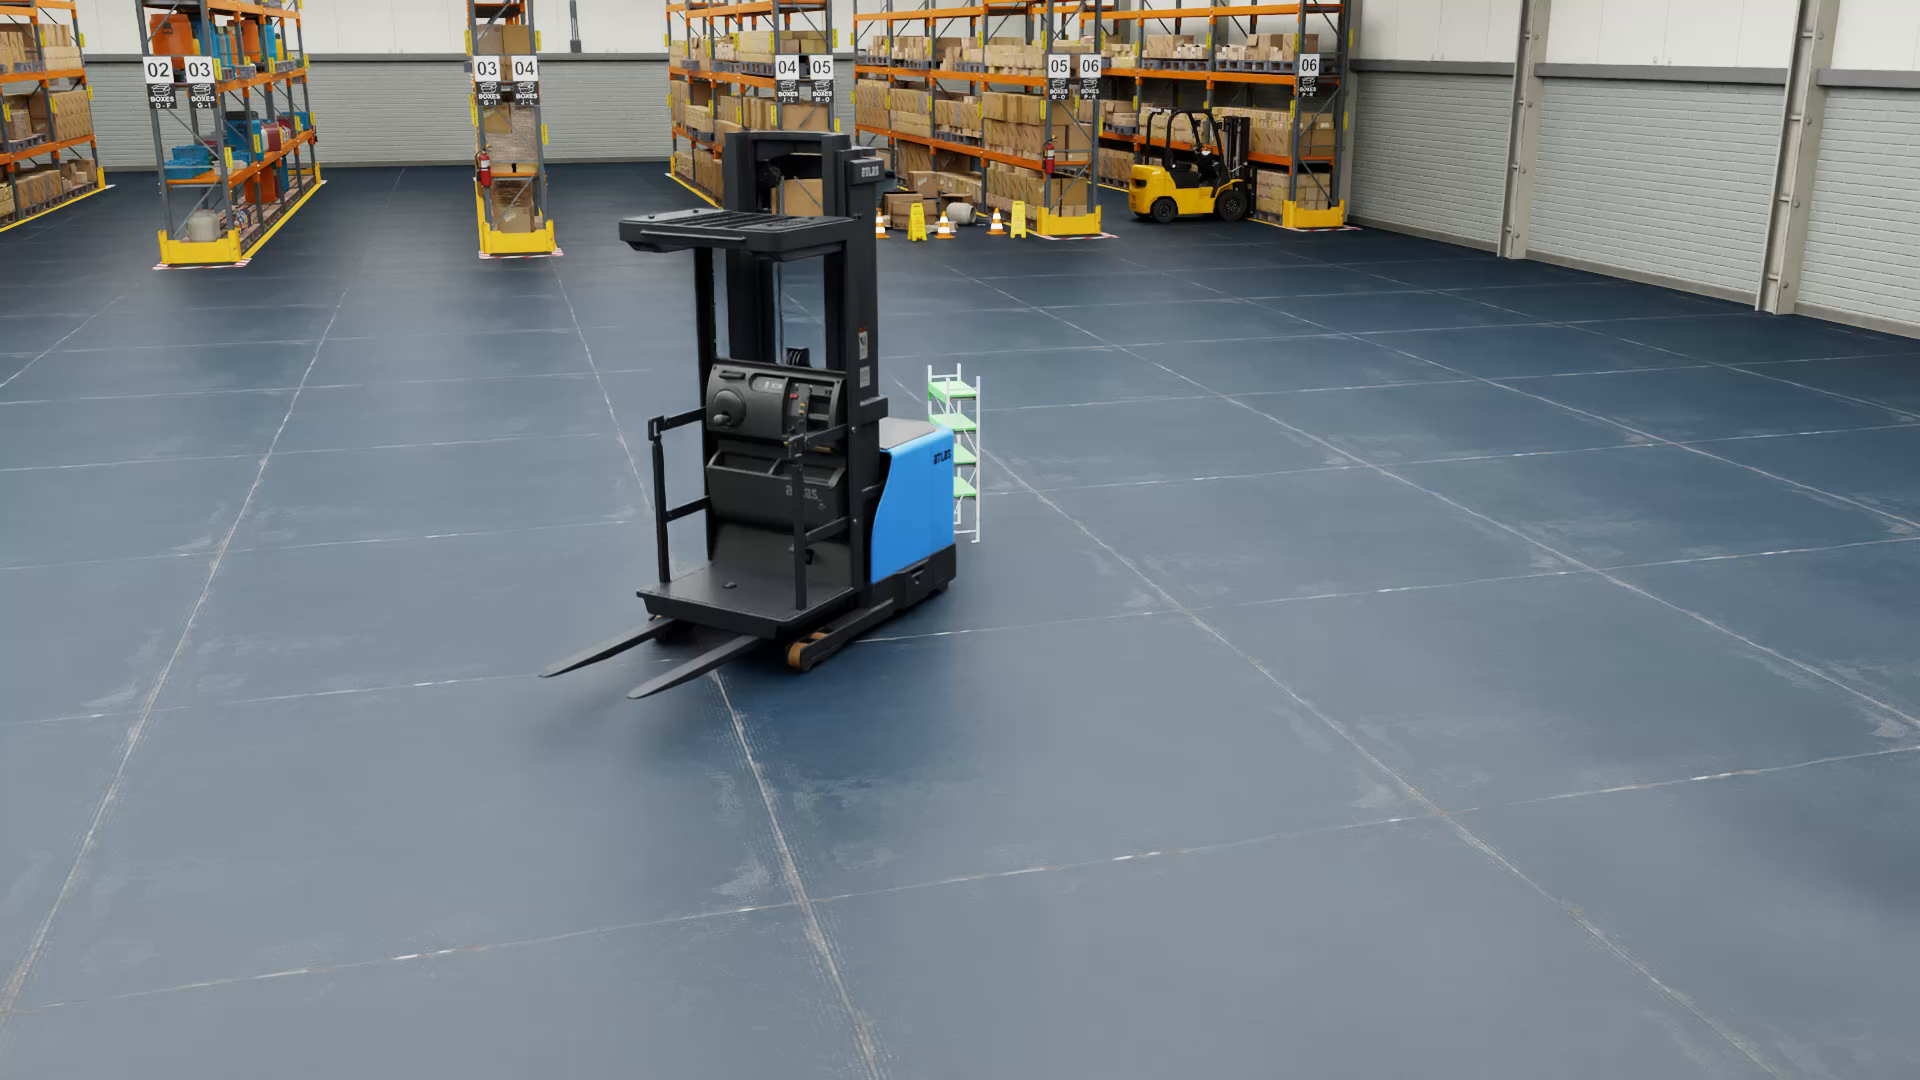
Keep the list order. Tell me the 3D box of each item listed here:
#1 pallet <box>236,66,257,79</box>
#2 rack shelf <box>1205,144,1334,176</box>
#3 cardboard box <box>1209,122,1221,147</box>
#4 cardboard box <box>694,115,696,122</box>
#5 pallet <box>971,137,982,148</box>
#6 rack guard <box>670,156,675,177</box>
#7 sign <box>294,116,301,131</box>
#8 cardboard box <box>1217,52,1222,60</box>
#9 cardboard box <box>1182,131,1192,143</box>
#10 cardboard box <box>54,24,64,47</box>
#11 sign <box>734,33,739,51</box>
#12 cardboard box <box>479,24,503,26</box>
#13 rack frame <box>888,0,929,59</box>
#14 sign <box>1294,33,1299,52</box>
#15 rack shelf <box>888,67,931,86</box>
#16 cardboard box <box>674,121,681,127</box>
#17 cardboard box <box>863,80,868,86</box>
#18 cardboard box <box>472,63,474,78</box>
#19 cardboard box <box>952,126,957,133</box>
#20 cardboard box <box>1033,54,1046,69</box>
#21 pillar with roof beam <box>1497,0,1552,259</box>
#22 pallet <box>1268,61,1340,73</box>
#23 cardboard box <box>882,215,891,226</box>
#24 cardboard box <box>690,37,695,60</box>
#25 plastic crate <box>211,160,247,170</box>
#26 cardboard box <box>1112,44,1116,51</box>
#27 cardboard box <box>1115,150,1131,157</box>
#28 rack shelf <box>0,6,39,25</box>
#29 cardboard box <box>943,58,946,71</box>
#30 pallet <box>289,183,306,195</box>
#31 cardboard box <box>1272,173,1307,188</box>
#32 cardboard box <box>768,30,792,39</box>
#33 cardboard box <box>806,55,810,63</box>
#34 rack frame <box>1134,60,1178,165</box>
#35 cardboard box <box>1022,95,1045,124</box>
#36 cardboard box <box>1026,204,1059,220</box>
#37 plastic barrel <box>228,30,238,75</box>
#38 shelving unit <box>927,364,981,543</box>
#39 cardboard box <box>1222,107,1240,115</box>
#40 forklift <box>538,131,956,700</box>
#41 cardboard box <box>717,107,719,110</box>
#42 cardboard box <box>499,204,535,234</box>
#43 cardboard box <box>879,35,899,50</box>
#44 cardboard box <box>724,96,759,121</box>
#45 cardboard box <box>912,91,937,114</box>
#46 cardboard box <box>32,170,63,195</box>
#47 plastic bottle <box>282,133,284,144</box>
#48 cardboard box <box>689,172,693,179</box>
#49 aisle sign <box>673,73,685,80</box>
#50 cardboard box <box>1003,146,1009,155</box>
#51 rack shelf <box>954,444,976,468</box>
[{"bbox_3d":[-13.054,-8.207,29.175,1.213,0.211,1.003,-5,17,-15],"label":"pallet"},{"bbox_3d":[6.266,-7.724,33.701,1.077,0.370,4.000,-5,17,-15],"label":"rack shelf"},{"bbox_3d":[5.587,-8.526,34.948,0.500,0.500,0.500,-5,17,-17],"label":"cardboard box"},{"bbox_3d":[-5.888,-9.667,38.110,0.380,0.149,0.250,-5,17,-16],"label":"cardboard box"},{"bbox_3d":[0.874,-8.359,34.899,1.003,0.211,1.213,-5,17,-15],"label":"pallet"},{"bbox_3d":[-7.064,-9.910,44.074,1.175,0.500,0.348,-5,17,-15],"label":"rack guard"},{"bbox_3d":[-15.015,-9.441,37.688,0.100,0.325,0.005,-5,17,-15],"label":"sign"},{"bbox_3d":[5.547,-10.039,34.476,0.380,0.149,0.250,-4,17,-14],"label":"cardboard box"},{"bbox_3d":[5.182,-8.807,36.318,0.500,0.250,0.500,-5,17,-16],"label":"cardboard box"},{"bbox_3d":[-20.954,-11.529,37.994,0.700,0.500,0.500,-5,17,-15],"label":"cardboard box"},{"bbox_3d":[-4.306,-9.598,32.031,0.100,0.325,0.005,-5,17,-15],"label":"sign"},{"bbox_3d":[-11.035,-12.011,39.127,0.500,0.250,0.500,-6,18,-19],"label":"cardboard box"},{"bbox_3d":[-1.254,-13.314,40.633,1.000,3.000,0.127,-5,17,-15],"label":"rack frame"},{"bbox_3d":[6.290,-9.299,31.079,0.100,0.325,0.005,-5,17,-15],"label":"sign"},{"bbox_3d":[-0.704,-10.980,39.327,1.077,0.370,4.000,-5,17,-15],"label":"rack shelf"},{"bbox_3d":[-7.179,-10.746,42.950,0.380,0.149,0.250,-5,17,-17],"label":"cardboard box"},{"bbox_3d":[-2.331,-12.045,43.799,0.380,0.149,0.250,-5,18,-17],"label":"cardboard box"},{"bbox_3d":[-8.430,-8.380,29.683,0.500,0.250,0.500,-5,18,-17],"label":"cardboard box"},{"bbox_3d":[0.029,-9.012,36.447,0.380,0.149,0.250,-4,17,-12],"label":"cardboard box"},{"bbox_3d":[1.644,-8.749,30.394,0.500,0.250,0.500,-5,17,-16],"label":"cardboard box"},{"bbox_3d":[5.000,-8.652,25.113,9.100,9.000,0.400,-5,17,-15],"label":"pillar with roof beam"},{"bbox_3d":[6.646,-9.107,31.995,1.003,0.211,1.213,-5,17,-15],"label":"pallet"},{"bbox_3d":[-1.544,-6.169,32.029,0.396,0.266,0.258,-2,17,-6],"label":"cardboard box"},{"bbox_3d":[-5.987,-11.594,39.216,0.700,0.500,0.500,-5,17,-15],"label":"cardboard box"},{"bbox_3d":[-12.656,-6.497,28.827,0.530,0.136,0.437,-5,17,-15],"label":"plastic crate"},{"bbox_3d":[3.881,-11.857,40.046,0.380,0.149,0.250,-5,17,-15],"label":"cardboard box"},{"bbox_3d":[4.005,-9.454,40.699,0.380,0.149,0.250,-5,17,-16],"label":"cardboard box"},{"bbox_3d":[-19.759,-10.659,33.741,1.077,0.370,4.000,-5,17,-15],"label":"rack shelf"},{"bbox_3d":[-0.162,-10.535,36.831,0.396,0.266,0.258,-5,17,-15],"label":"cardboard box"},{"bbox_3d":[-15.784,-8.131,38.653,1.003,0.211,1.213,-5,17,-15],"label":"pallet"},{"bbox_3d":[6.389,-6.981,32.289,0.500,0.250,0.500,-4,17,-13],"label":"cardboard box"},{"bbox_3d":[-3.107,-8.716,28.686,0.380,0.149,0.250,-5,17,-15],"label":"cardboard box"},{"bbox_3d":[-2.474,-8.388,28.980,0.380,0.149,0.250,-5,17,-15],"label":"cardboard box"},{"bbox_3d":[4.617,-9.728,39.123,1.000,3.000,0.127,-5,17,-15],"label":"rack frame"},{"bbox_3d":[1.562,-8.055,31.126,0.700,0.500,0.500,-5,17,-15],"label":"cardboard box"},{"bbox_3d":[1.556,-6.215,31.477,0.500,0.250,0.500,-5,17,-16],"label":"cardboard box"},{"bbox_3d":[-14.249,-9.376,31.992,0.600,0.830,0.708,-5,17,-15],"label":"plastic barrel"},{"bbox_3d":[-0.045,-0.620,11.932,0.258,1.200,0.503,-5,17,-15],"label":"shelving unit"},{"bbox_3d":[5.694,-8.947,34.705,0.380,0.149,0.250,-4,17,-14],"label":"cardboard box"},{"bbox_3d":[-1.194,-0.806,9.540,1.130,2.935,3.031,9,19,28],"label":"forklift"},{"bbox_3d":[-5.472,-10.073,38.945,0.380,0.149,0.250,-5,17,-15],"label":"cardboard box"},{"bbox_3d":[-7.640,-5.516,28.717,0.500,0.500,0.500,-1,17,-5],"label":"cardboard box"},{"bbox_3d":[-1.656,-12.546,42.209,0.797,0.503,0.637,-3,17,-11],"label":"cardboard box"},{"bbox_3d":[-4.632,-9.177,35.378,0.700,0.500,0.500,-5,17,-16],"label":"cardboard box"},{"bbox_3d":[-0.827,-10.263,38.991,0.500,0.500,0.500,-5,17,-15],"label":"cardboard box"},{"bbox_3d":[-19.897,-7.775,36.202,0.500,0.500,0.500,-5,17,-16],"label":"cardboard box"},{"bbox_3d":[-14.679,-8.724,35.984,0.061,0.283,0.133,-5,17,-15],"label":"plastic bottle"},{"bbox_3d":[-6.421,-8.939,40.722,0.380,0.149,0.250,-4,17,-15],"label":"cardboard box"},{"bbox_3d":[-7.394,-12.369,43.398,0.394,0.787,0.004,-5,17,-15],"label":"aisle sign"},{"bbox_3d":[1.065,-7.641,32.611,0.380,0.149,0.250,-5,17,-15],"label":"cardboard box"},{"bbox_3d":[-0.045,-0.559,11.950,0.258,0.148,0.480,-5,17,-15],"label":"rack shelf"}]
